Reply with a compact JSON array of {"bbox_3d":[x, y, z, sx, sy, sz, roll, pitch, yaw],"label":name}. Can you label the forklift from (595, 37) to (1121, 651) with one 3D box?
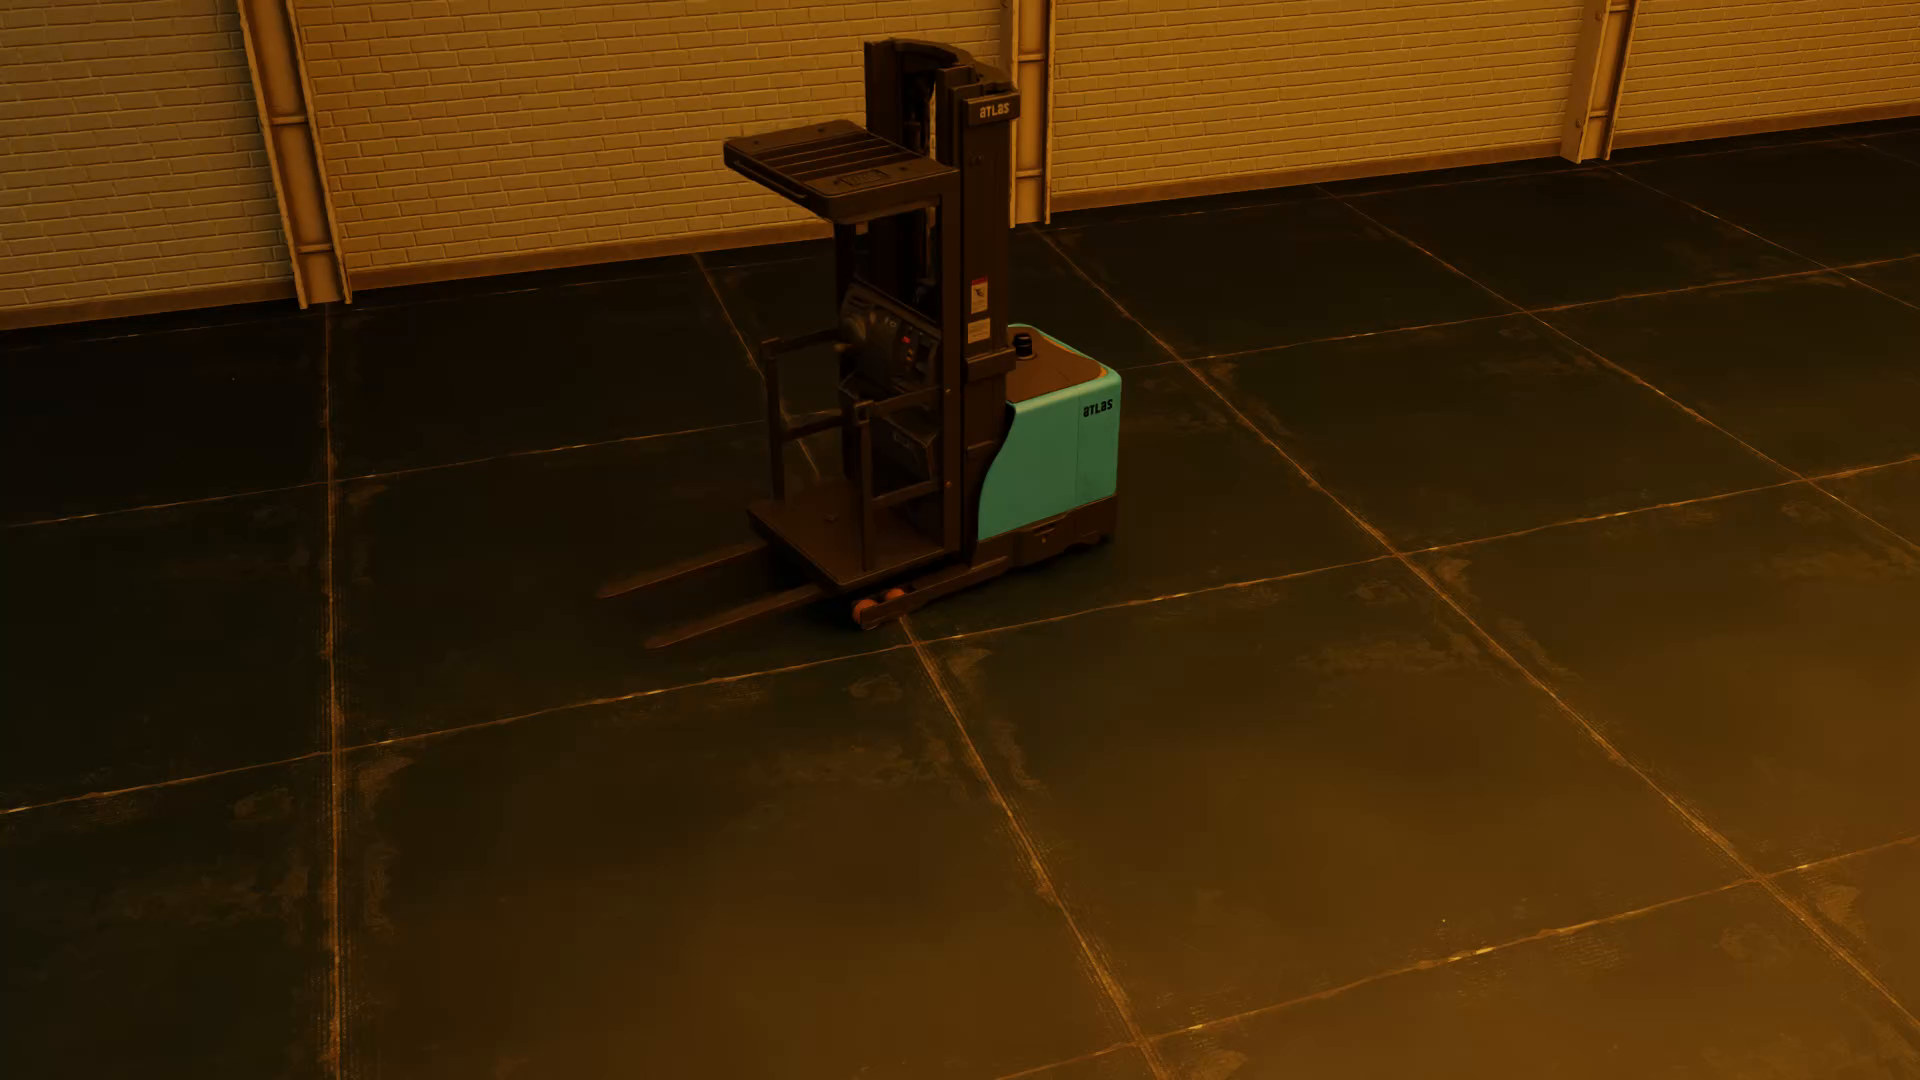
[{"bbox_3d":[-0.559,-1.075,8.955,3.031,2.935,1.130,-19,35,-29],"label":"forklift"}]
